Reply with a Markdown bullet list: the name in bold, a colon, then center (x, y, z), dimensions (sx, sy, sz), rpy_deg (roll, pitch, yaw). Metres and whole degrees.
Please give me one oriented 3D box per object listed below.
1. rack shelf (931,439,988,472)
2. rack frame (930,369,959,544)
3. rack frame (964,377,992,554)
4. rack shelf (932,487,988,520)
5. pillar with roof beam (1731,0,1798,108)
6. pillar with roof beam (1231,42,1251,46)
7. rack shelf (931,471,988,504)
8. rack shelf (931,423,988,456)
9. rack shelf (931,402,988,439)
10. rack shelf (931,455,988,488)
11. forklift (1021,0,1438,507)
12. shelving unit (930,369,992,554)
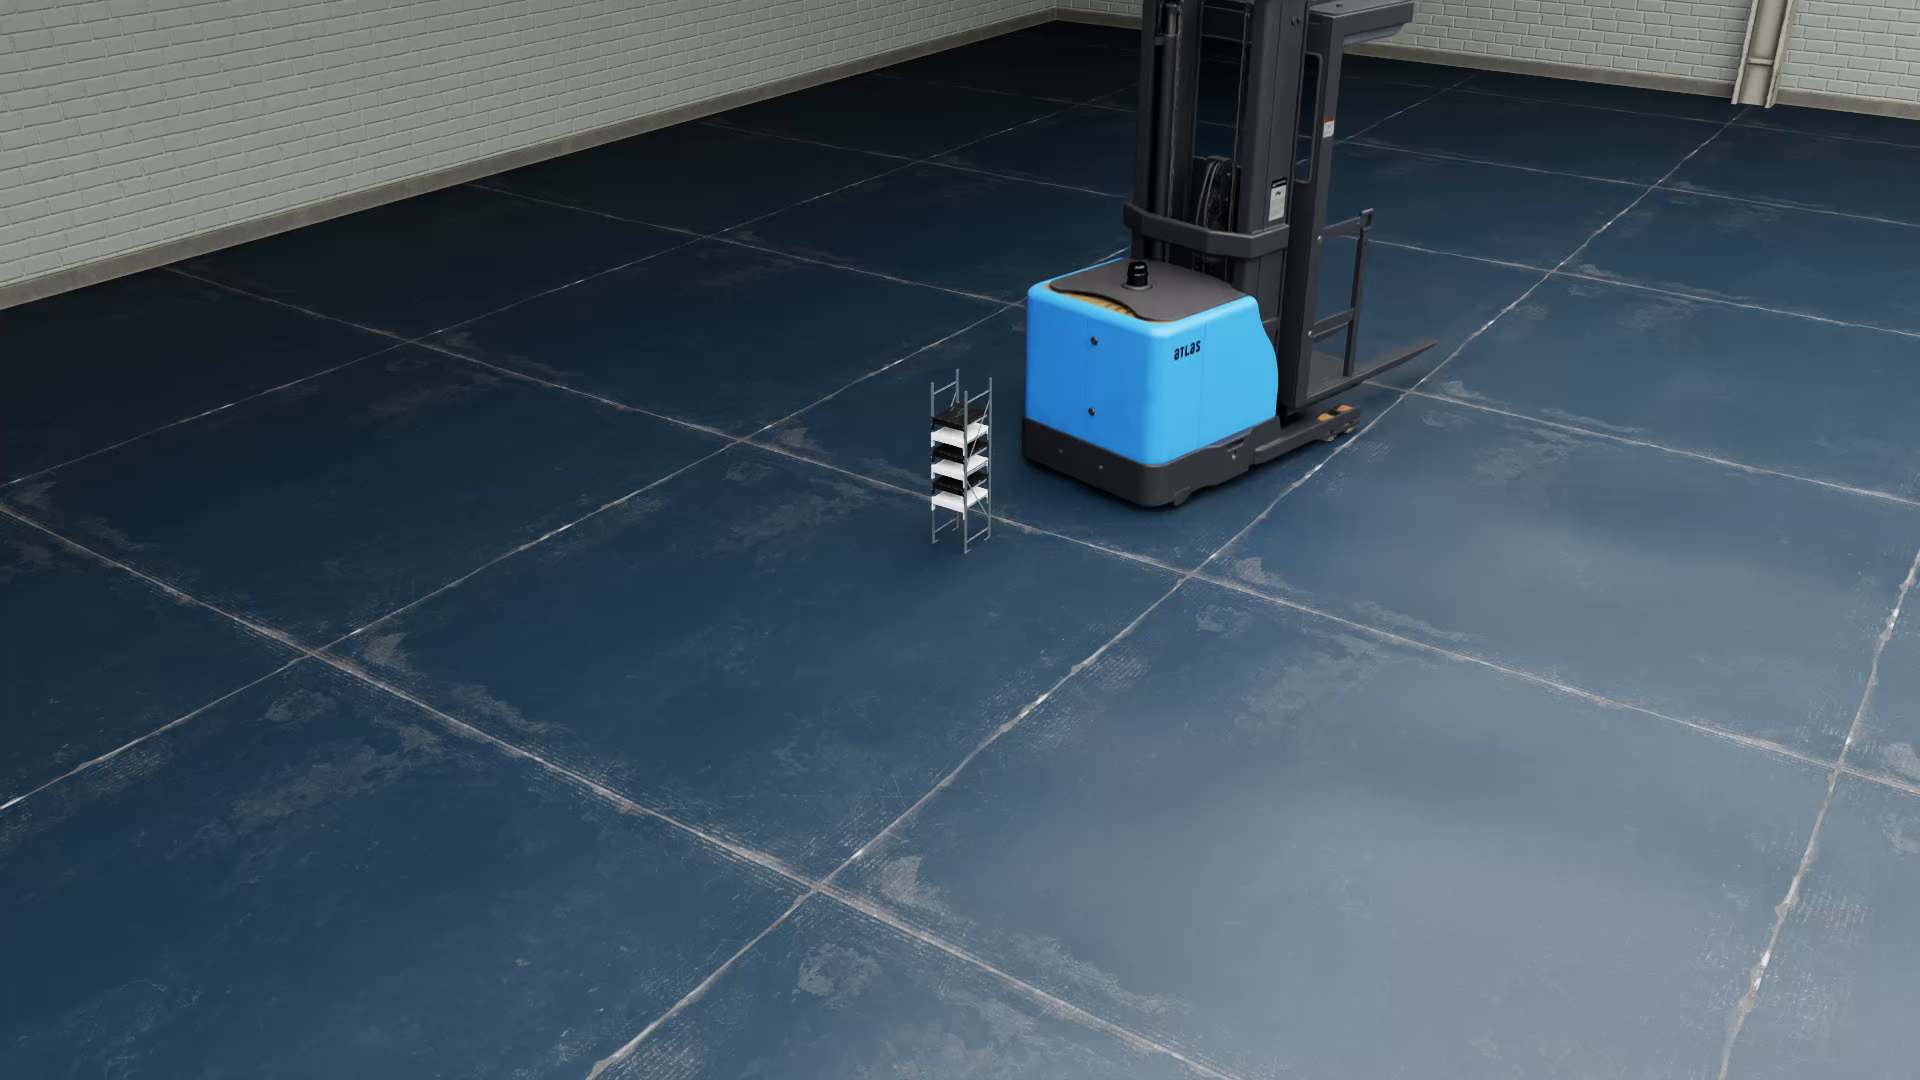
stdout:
- **rack shelf**: center (0.007, -0.449, 8.516), dimensions (0.200, 0.077, 0.258), rpy_deg (17, 32, 30)
- **rack frame**: center (-0.077, -0.425, 8.593), dimensions (0.006, 0.900, 0.240), rpy_deg (17, 32, 30)
- **rack frame**: center (0.090, -0.373, 8.490), dimensions (0.006, 0.900, 0.240), rpy_deg (17, 32, 30)
- **rack shelf**: center (0.007, -0.209, 8.639), dimensions (0.200, 0.077, 0.258), rpy_deg (17, 32, 30)
- **pillar with roof beam**: center (6.191, -7.153, 12.884), dimensions (0.400, 9.000, 9.100), rpy_deg (17, 32, 30)
- **pillar with roof beam**: center (1.246, -8.694, 15.911), dimensions (0.400, 9.000, 9.100), rpy_deg (17, 32, 30)
- **rack shelf**: center (0.007, -0.289, 8.598), dimensions (0.200, 0.077, 0.258), rpy_deg (17, 32, 30)
- **rack shelf**: center (0.007, -0.530, 8.475), dimensions (0.200, 0.077, 0.258), rpy_deg (17, 32, 30)
- **rack shelf**: center (0.007, -0.610, 8.434), dimensions (0.200, 0.077, 0.258), rpy_deg (17, 32, 30)
- **rack shelf**: center (0.007, -0.369, 8.557), dimensions (0.200, 0.077, 0.258), rpy_deg (17, 32, 30)
- **forklift**: center (1.774, -2.043, 9.534), dimensions (3.031, 2.935, 1.130), rpy_deg (-23, 35, -38)
- **shelving unit**: center (0.007, -0.399, 8.542), dimensions (0.210, 0.900, 0.258), rpy_deg (17, 32, 30)
